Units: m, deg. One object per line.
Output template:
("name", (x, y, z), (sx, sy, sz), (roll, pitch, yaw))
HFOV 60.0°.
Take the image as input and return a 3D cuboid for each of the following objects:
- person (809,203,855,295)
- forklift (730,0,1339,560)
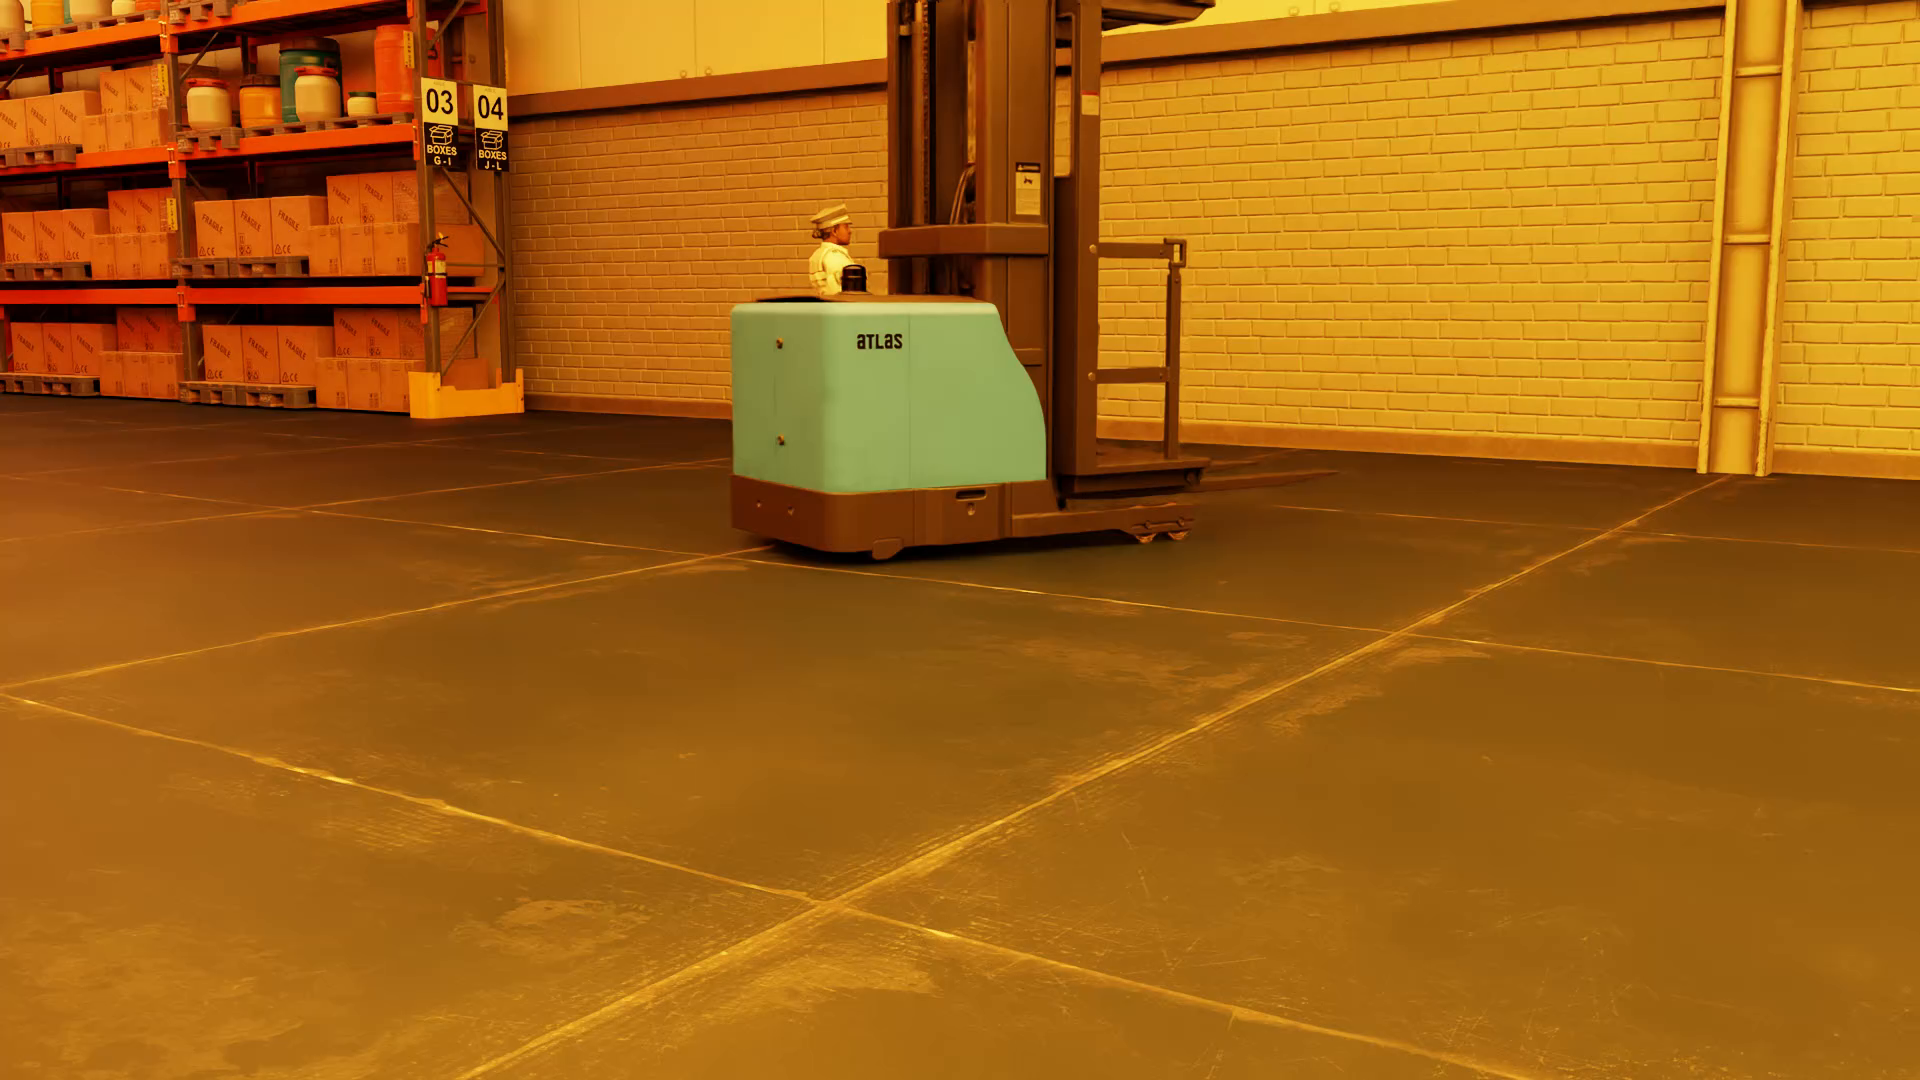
("person", (-0.768, -1.261, 10.478), (0.352, 1.694, 0.452), (-4, 9, -24))
("forklift", (0.478, -1.501, 7.747), (3.031, 2.935, 1.130), (-5, 10, -33))
